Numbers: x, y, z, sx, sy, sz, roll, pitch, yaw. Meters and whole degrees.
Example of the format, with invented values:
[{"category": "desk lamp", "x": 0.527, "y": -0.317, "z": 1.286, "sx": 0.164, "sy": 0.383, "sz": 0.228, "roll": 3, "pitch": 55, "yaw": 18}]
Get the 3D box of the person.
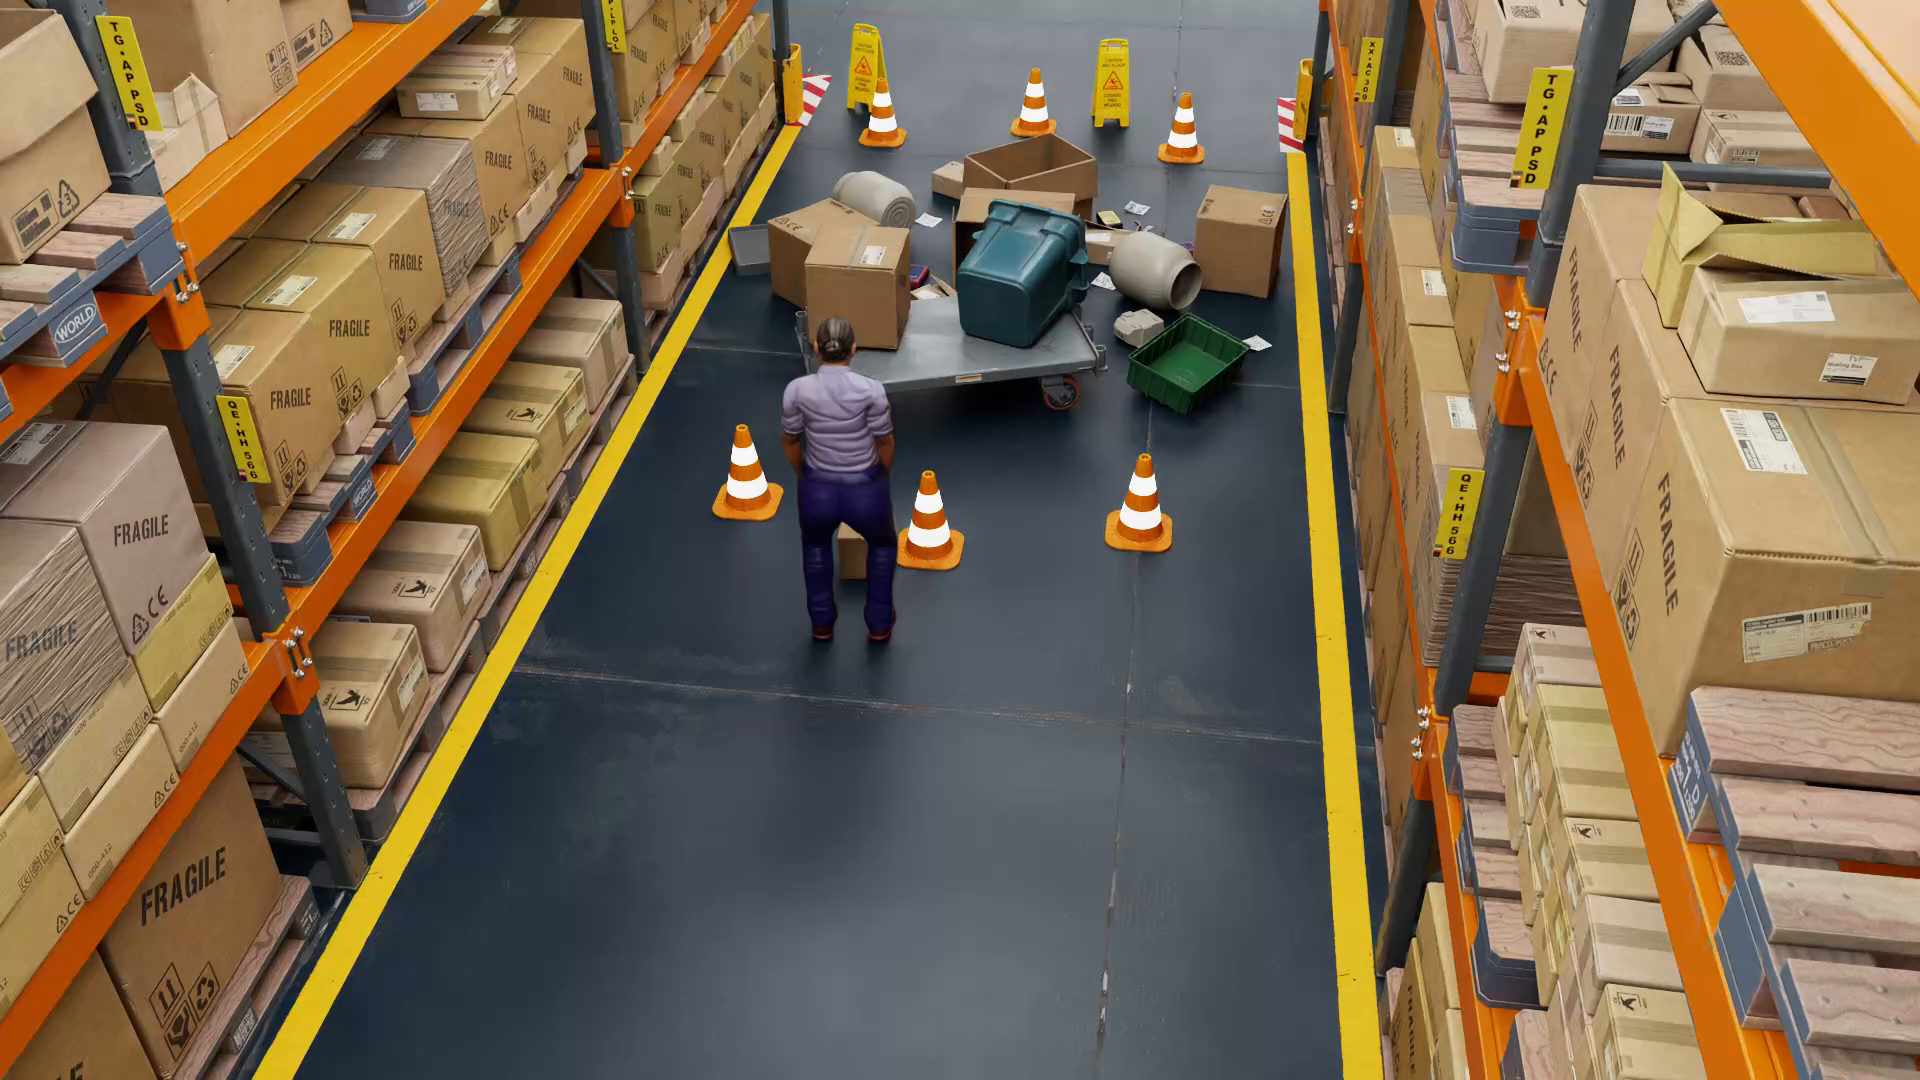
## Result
[{"category": "person", "x": -0.539, "y": -0.224, "z": 7.418, "sx": 0.504, "sy": 1.587, "sz": 0.425, "roll": 3, "pitch": 36, "yaw": 4}]
